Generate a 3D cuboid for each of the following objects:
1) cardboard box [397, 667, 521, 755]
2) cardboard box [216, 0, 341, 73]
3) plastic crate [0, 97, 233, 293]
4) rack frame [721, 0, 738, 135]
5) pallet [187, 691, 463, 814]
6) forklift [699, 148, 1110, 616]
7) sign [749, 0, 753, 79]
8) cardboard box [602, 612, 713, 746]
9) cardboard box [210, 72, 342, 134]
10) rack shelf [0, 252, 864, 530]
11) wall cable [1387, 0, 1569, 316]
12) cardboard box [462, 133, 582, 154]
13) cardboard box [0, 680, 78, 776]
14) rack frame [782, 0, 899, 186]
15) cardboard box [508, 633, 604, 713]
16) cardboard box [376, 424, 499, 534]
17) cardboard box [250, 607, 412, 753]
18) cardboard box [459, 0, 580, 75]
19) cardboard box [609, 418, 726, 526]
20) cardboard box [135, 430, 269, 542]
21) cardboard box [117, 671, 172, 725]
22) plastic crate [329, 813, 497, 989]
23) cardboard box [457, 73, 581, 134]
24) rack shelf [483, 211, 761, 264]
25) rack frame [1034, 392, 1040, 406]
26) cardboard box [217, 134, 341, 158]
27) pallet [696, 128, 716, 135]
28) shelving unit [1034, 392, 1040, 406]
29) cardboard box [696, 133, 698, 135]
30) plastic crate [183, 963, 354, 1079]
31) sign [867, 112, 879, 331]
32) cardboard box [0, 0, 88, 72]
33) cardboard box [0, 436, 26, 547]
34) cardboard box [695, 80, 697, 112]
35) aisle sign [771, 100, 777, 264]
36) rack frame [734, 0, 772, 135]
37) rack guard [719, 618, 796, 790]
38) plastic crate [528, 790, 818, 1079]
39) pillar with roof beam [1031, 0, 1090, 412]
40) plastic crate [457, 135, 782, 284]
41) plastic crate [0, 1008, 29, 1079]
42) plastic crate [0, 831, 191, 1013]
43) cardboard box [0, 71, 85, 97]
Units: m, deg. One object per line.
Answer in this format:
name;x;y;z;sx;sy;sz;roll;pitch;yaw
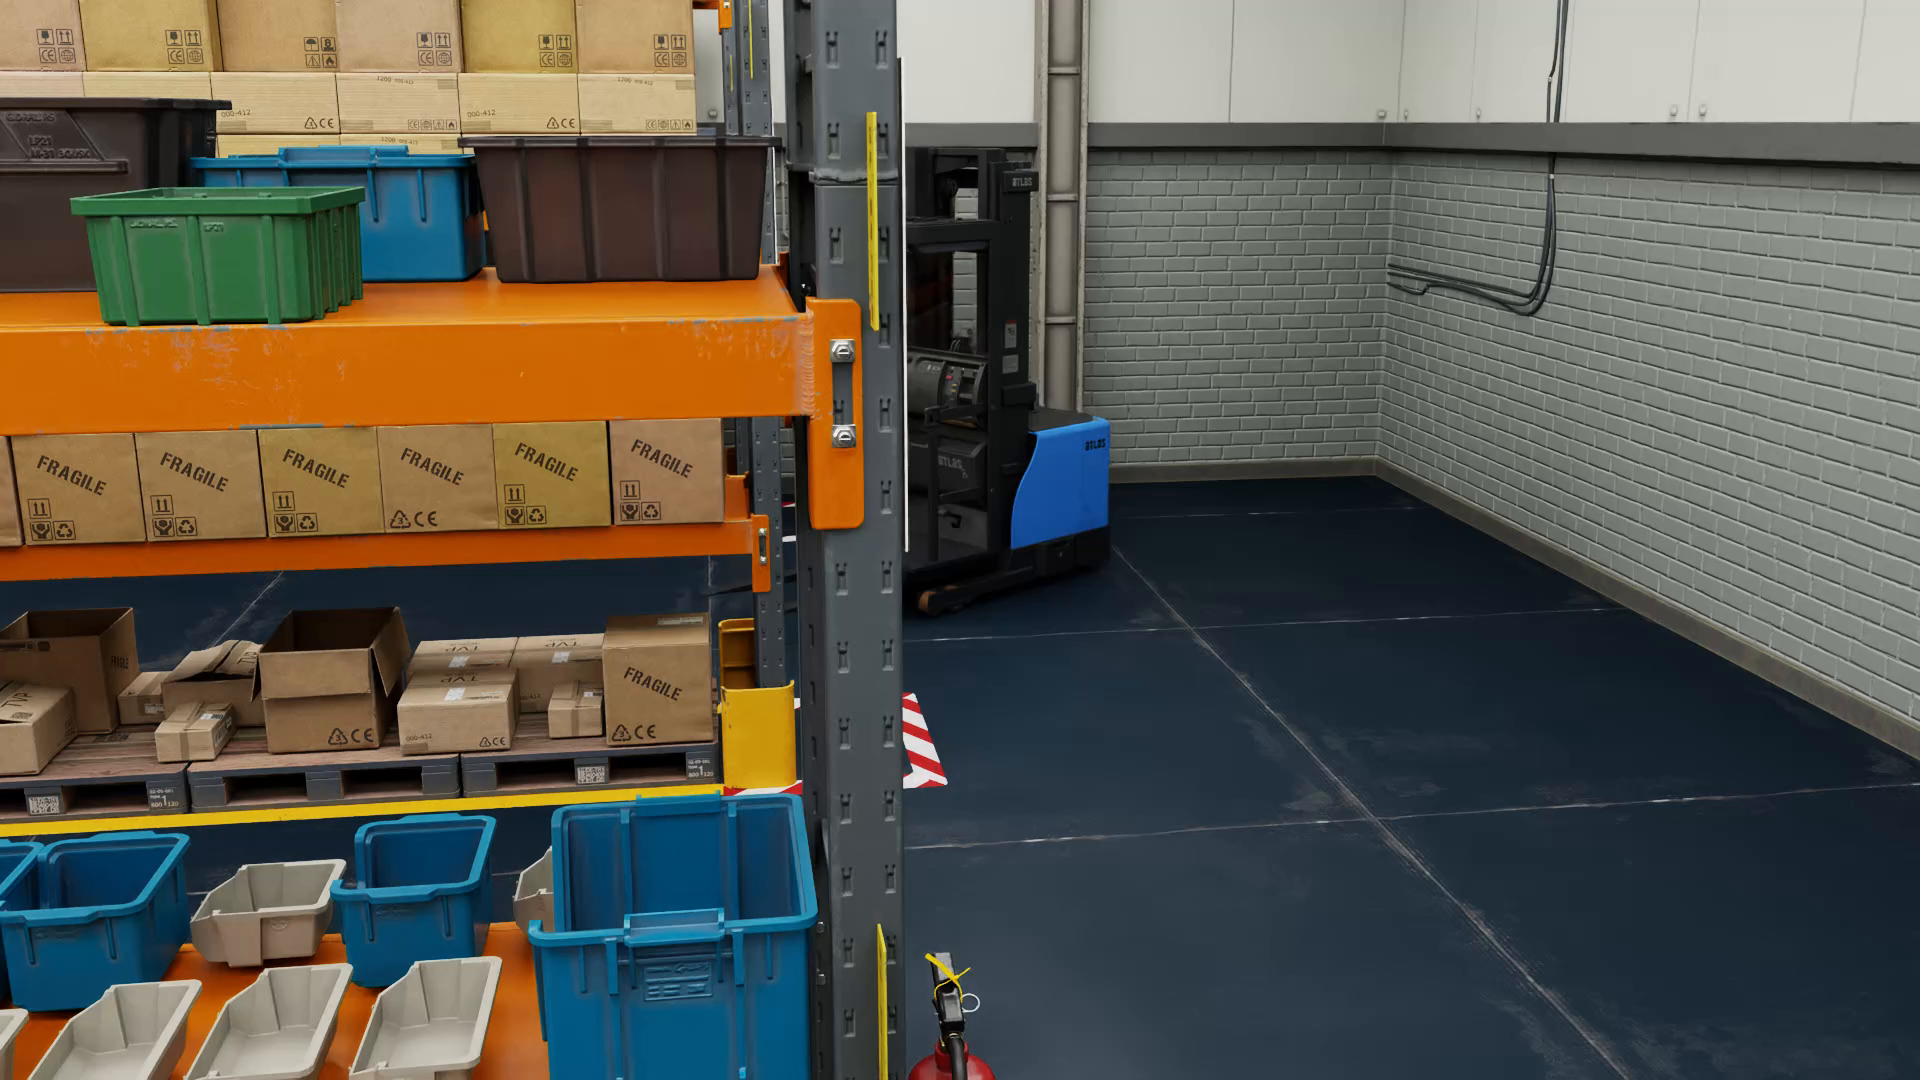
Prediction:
cardboard box;-2.411;0.819;8.039;0.500;0.250;0.500;-2;14;-8
cardboard box;-2.966;-2.336;7.444;0.500;0.500;0.700;-2;14;-8
plastic crate;-1.784;-0.652;3.116;0.767;0.338;0.504;-2;14;-8
rack frame;-1.708;-4.509;12.203;0.127;3.000;1.000;-2;14;-8
pallet;-3.033;1.020;8.221;1.213;0.211;1.003;-2;14;-8
forklift;-0.330;-1.069;10.960;3.031;2.935;1.130;-13;19;-43
sign;-0.903;-2.158;7.174;0.005;0.325;0.100;-2;14;-8
cardboard box;-1.467;0.670;8.117;0.500;0.500;0.500;-2;14;-8
cardboard box;-2.919;-1.897;7.236;0.500;0.250;0.500;-2;14;-8
rack shelf;-2.210;-0.250;2.864;4.000;0.370;1.077;-2;14;-8
wall cable;3.938;-3.122;13.055;0.112;2.526;3.097;-2;14;-8
cardboard box;-1.931;-1.692;7.446;0.500;0.250;0.500;-2;14;-8
cardboard box;-4.474;0.865;7.730;0.500;0.311;0.500;-2;14;-8
rack frame;-0.232;-2.126;2.700;0.127;3.000;1.000;-2;14;-8
cardboard box;-2.041;0.682;8.584;0.500;0.250;0.500;-2;14;-8
cardboard box;-2.375;-0.338;7.698;0.500;0.500;0.500;-2;14;-8
cardboard box;-3.065;0.665;8.130;0.637;0.503;0.797;-2;14;-8
cardboard box;-1.979;-2.376;7.602;0.500;0.500;0.700;-2;14;-8
cardboard box;-1.369;-0.375;7.844;0.500;0.500;0.500;-2;14;-7
cardboard box;-3.376;-0.301;7.551;0.500;0.500;0.500;-2;14;-9
cardboard box;-4.039;0.790;8.363;0.250;0.149;0.380;-2;14;-8
plastic crate;-1.176;0.790;3.628;0.300;0.233;0.416;-2;14;-8
cardboard box;-1.931;-1.934;7.383;0.500;0.250;0.500;-2;14;-8
rack shelf;-2.944;-1.441;7.615;4.000;0.370;1.077;-2;14;-8
rack frame;0.503;-0.615;12.861;0.032;1.125;0.500;-5;15;-18
cardboard box;-2.920;-1.657;7.305;0.500;0.250;0.500;-2;14;-8
pallet;-2.440;-2.982;12.461;1.213;0.211;1.003;-2;14;-8
shelving unit;0.022;-0.574;12.700;1.048;1.125;0.538;-5;15;-18
cardboard box;-1.512;-1.833;8.005;0.500;0.250;0.500;-2;14;-8
plastic crate;-1.300;0.963;3.135;0.243;0.136;0.396;-2;14;-8
sign;-0.134;-0.489;2.553;0.005;0.325;0.100;-2;14;-8
cardboard box;-3.931;-2.262;7.148;0.500;0.500;0.700;-2;14;-8
cardboard box;-4.377;-0.264;7.404;0.500;0.500;0.500;-2;14;-7
cardboard box;-1.513;-2.076;7.950;0.500;0.250;0.500;-2;14;-8
aisle sign;-0.853;-1.598;7.581;0.004;0.787;0.394;-2;14;-8
rack frame;-0.966;-3.318;7.452;0.127;3.000;1.000;-2;14;-8
rack guard;-1.041;0.807;8.475;0.348;0.500;1.175;-2;14;-8
plastic crate;-0.535;0.795;3.191;0.499;0.435;0.616;-2;14;-8
pillar with roof beam;1.474;-3.780;9.293;0.400;9.000;9.100;-2;14;-8
plastic crate;-0.654;-0.661;3.293;0.590;0.269;0.497;-2;14;-8
plastic crate;-1.862;0.994;3.011;0.250;0.136;0.298;-2;14;-8
plastic crate;-1.827;0.813;3.533;0.300;0.233;0.416;-2;14;-8
cardboard box;-3.910;-1.864;7.102;0.500;0.250;0.500;-2;14;-8
